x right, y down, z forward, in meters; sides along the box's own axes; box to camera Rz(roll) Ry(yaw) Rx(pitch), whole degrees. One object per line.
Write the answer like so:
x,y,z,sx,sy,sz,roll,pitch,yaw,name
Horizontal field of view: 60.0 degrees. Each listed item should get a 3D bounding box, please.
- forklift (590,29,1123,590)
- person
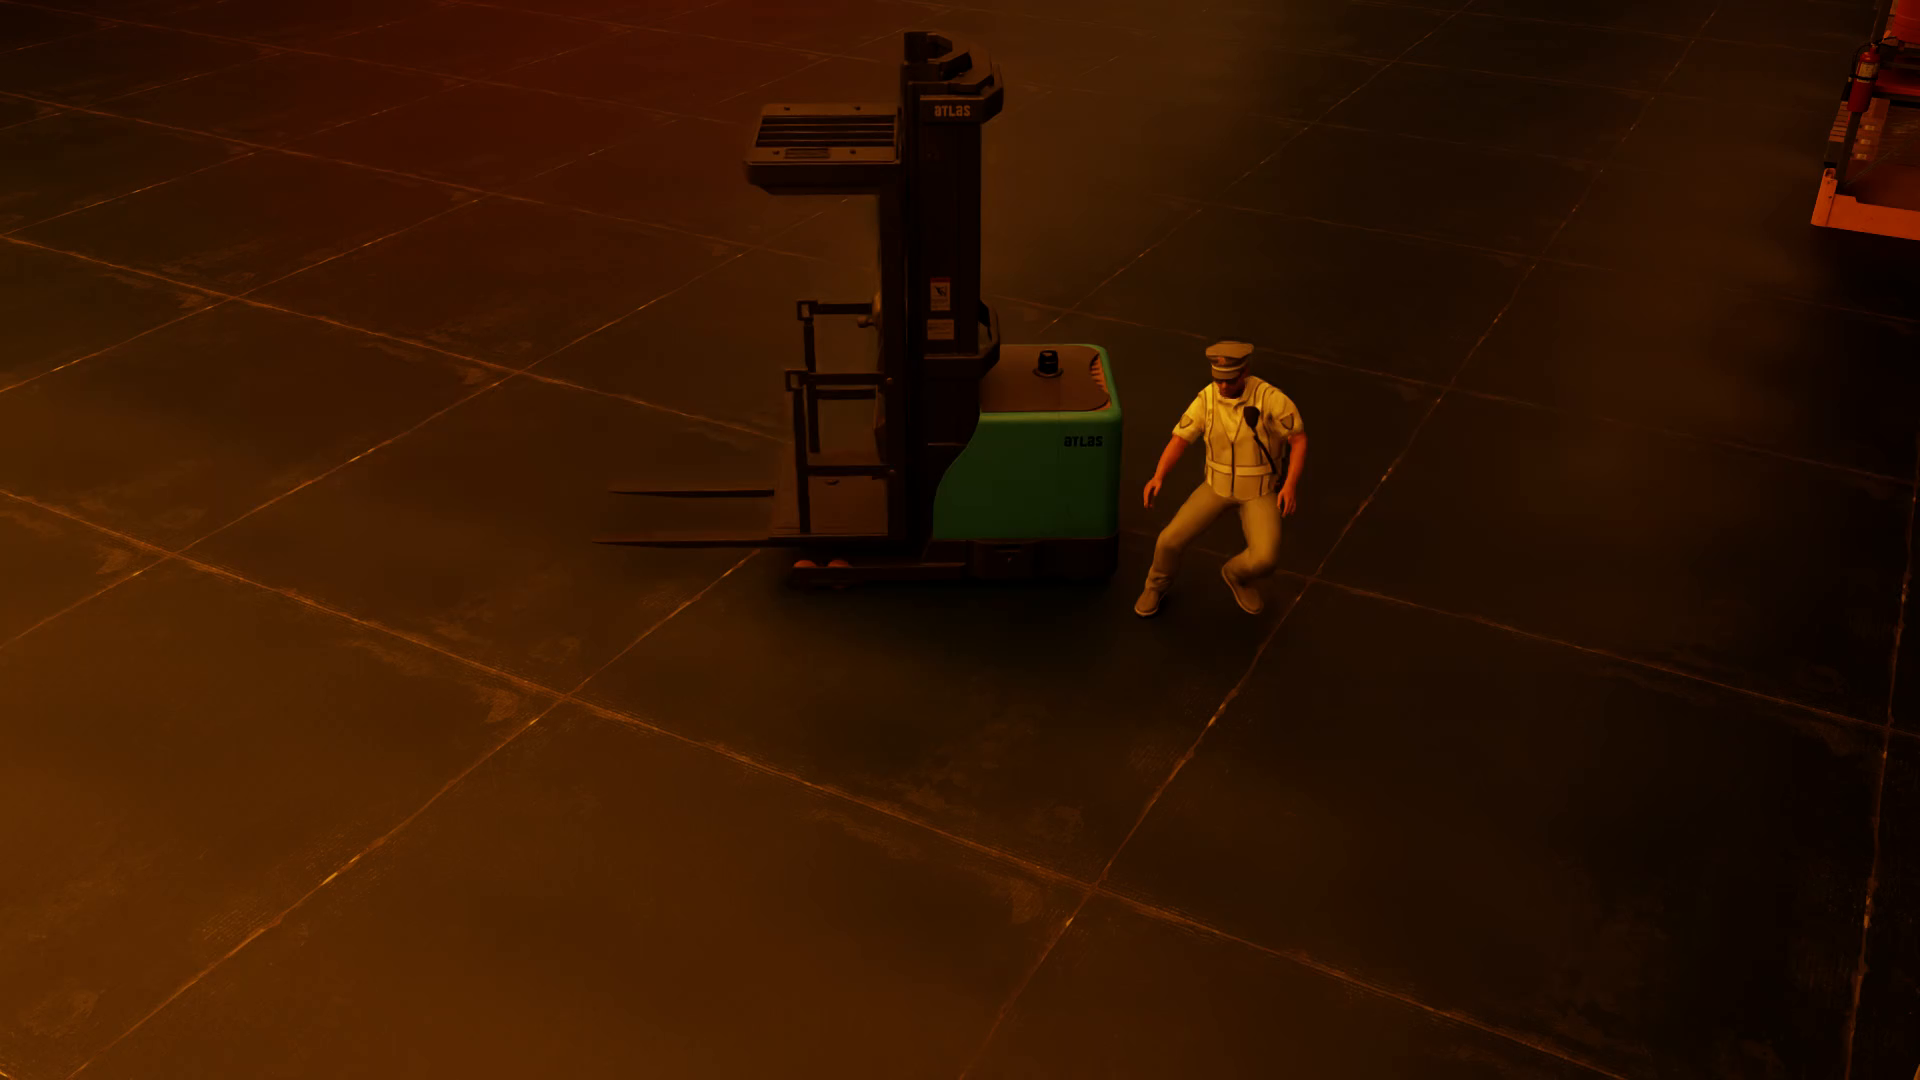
-0.618,-1.254,9.244,3.031,2.935,1.130,-1,30,-1,forklift
1.404,-0.256,8.859,0.840,1.574,0.760,14,33,23,person
